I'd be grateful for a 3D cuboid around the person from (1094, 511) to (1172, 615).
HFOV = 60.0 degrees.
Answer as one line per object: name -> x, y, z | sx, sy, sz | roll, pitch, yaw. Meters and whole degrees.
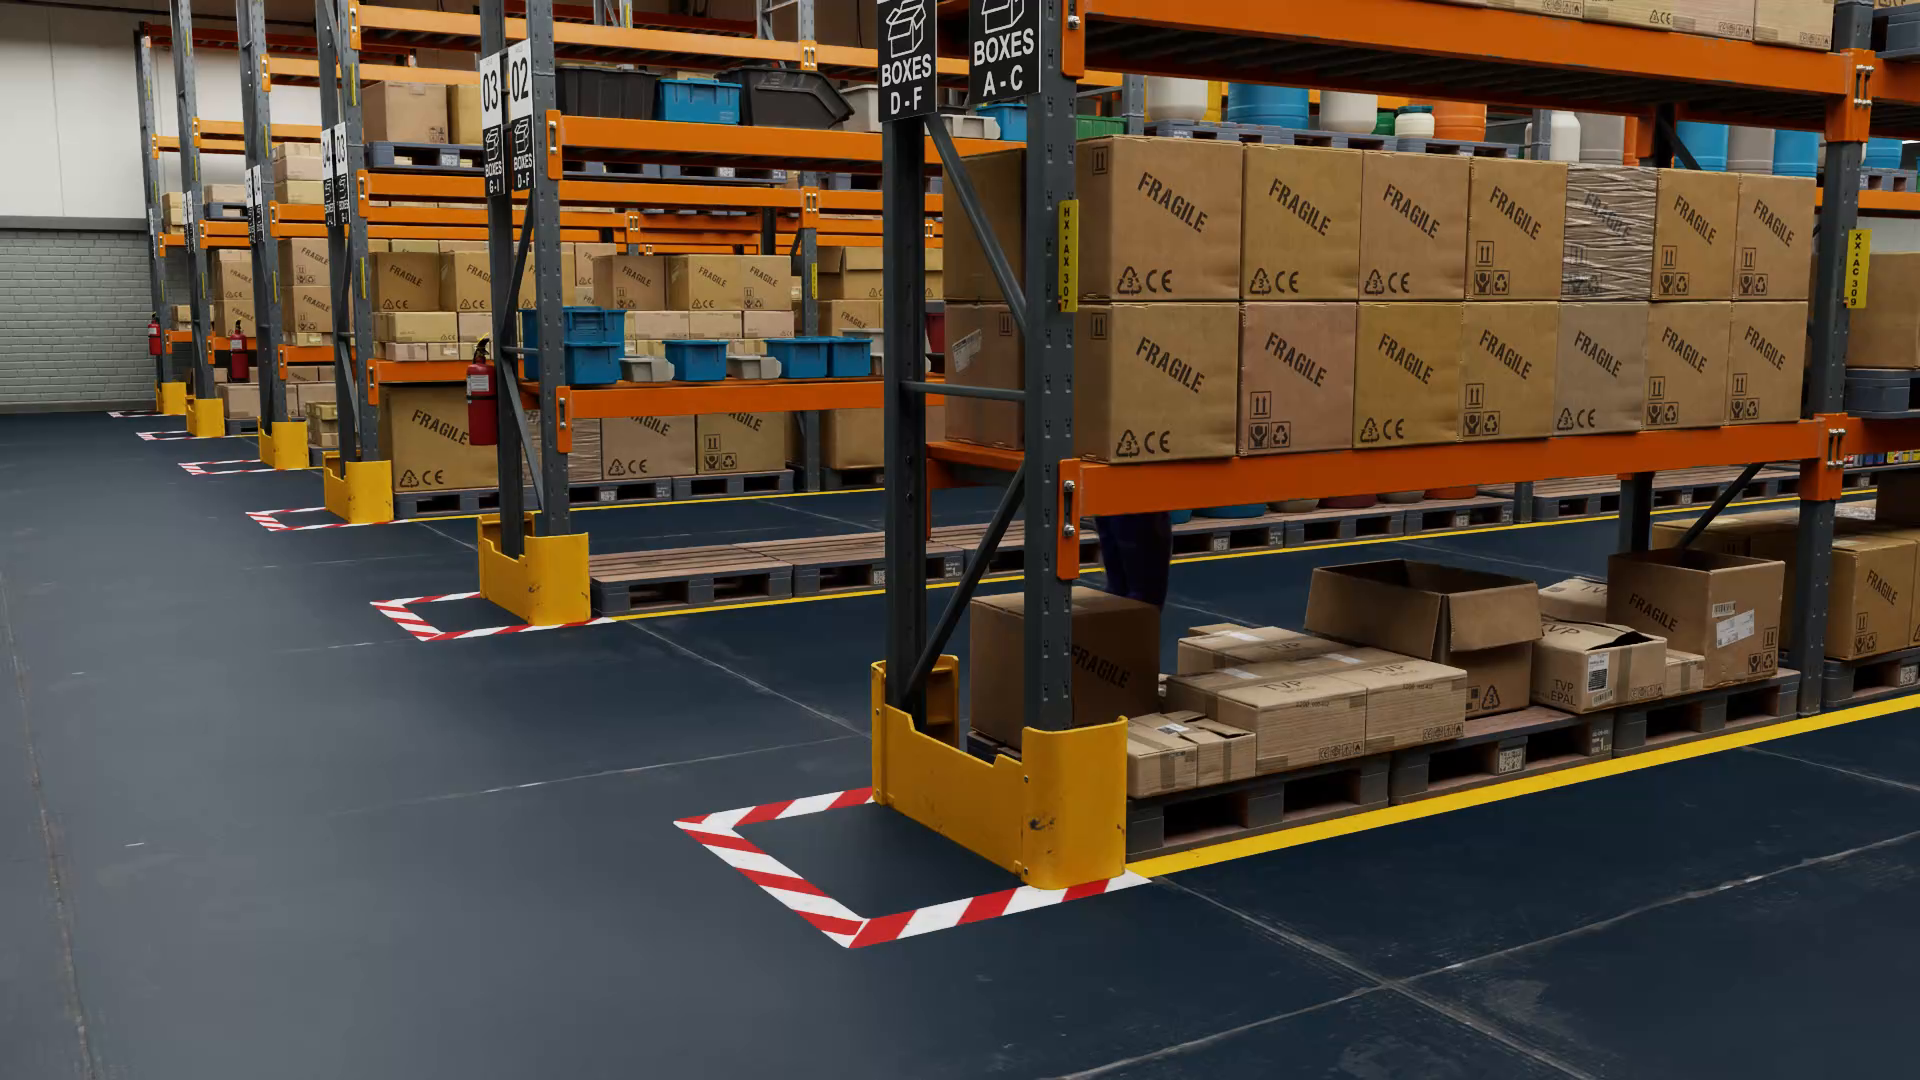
person -> 0.815, -0.116, 7.695 | 0.332, 1.649, 0.467 | -3, 9, -17
